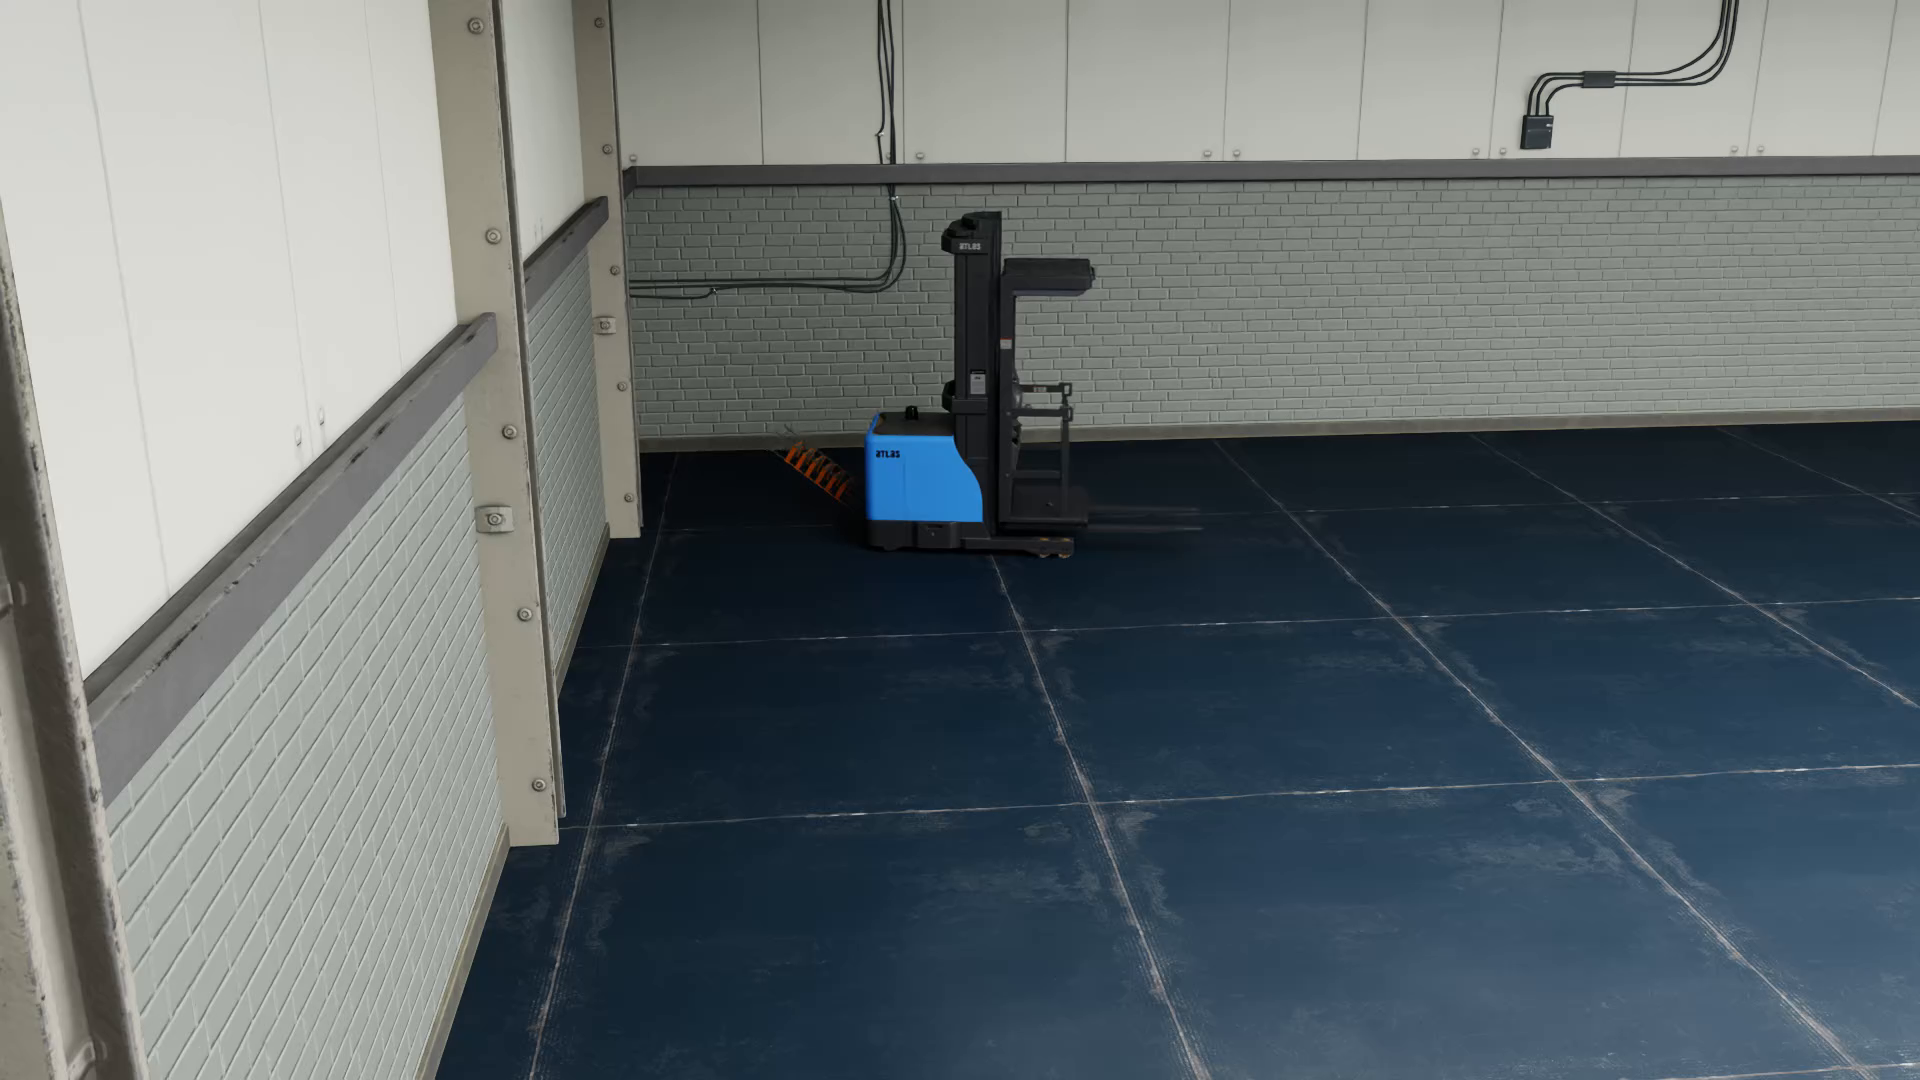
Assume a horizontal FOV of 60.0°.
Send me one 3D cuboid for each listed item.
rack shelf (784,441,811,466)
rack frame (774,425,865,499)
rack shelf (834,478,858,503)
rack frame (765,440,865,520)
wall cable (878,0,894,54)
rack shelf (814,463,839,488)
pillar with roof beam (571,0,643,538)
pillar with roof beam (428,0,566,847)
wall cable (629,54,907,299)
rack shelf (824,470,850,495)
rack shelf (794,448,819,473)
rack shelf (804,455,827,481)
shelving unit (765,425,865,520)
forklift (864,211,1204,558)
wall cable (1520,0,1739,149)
[{"bbox_3d":[-1.562,-0.839,16.011,0.103,0.180,0.258,37,25,6],"label":"rack shelf"},{"bbox_3d":[-1.263,-0.721,15.942,1.200,0.006,0.240,37,25,6],"label":"rack frame"},{"bbox_3d":[-1.083,-0.484,15.953,0.103,0.180,0.258,37,25,6],"label":"rack shelf"},{"bbox_3d":[-1.356,-0.583,16.019,1.200,0.006,0.240,37,25,6],"label":"rack frame"},{"bbox_3d":[0.579,-6.303,17.056,3.097,2.526,0.112,-2,18,-6],"label":"wall cable"},{"bbox_3d":[-1.274,-0.626,15.976,0.103,0.180,0.258,37,25,6],"label":"rack shelf"},{"bbox_3d":[1.158,-4.506,14.579,9.100,9.000,0.400,-2,18,-6],"label":"pillar with roof beam"},{"bbox_3d":[1.777,-2.718,8.885,9.100,9.000,0.400,-2,18,-6],"label":"pillar with roof beam"},{"bbox_3d":[-2.112,-3.810,17.546,3.097,2.526,0.112,-2,18,-6],"label":"wall cable"},{"bbox_3d":[-1.178,-0.555,15.964,0.103,0.180,0.258,37,25,6],"label":"rack shelf"},{"bbox_3d":[-1.466,-0.768,16.000,0.103,0.180,0.258,37,25,6],"label":"rack shelf"},{"bbox_3d":[-1.370,-0.697,15.988,0.103,0.180,0.258,37,25,6],"label":"rack shelf"},{"bbox_3d":[-1.310,-0.652,15.980,1.200,0.189,0.258,37,25,6],"label":"shelving unit"},{"bbox_3d":[0.679,-1.407,14.838,3.031,2.935,1.130,1,17,3],"label":"forklift"},{"bbox_3d":[7.332,-7.203,17.491,2.305,6.003,0.169,-2,18,-6],"label":"wall cable"}]
